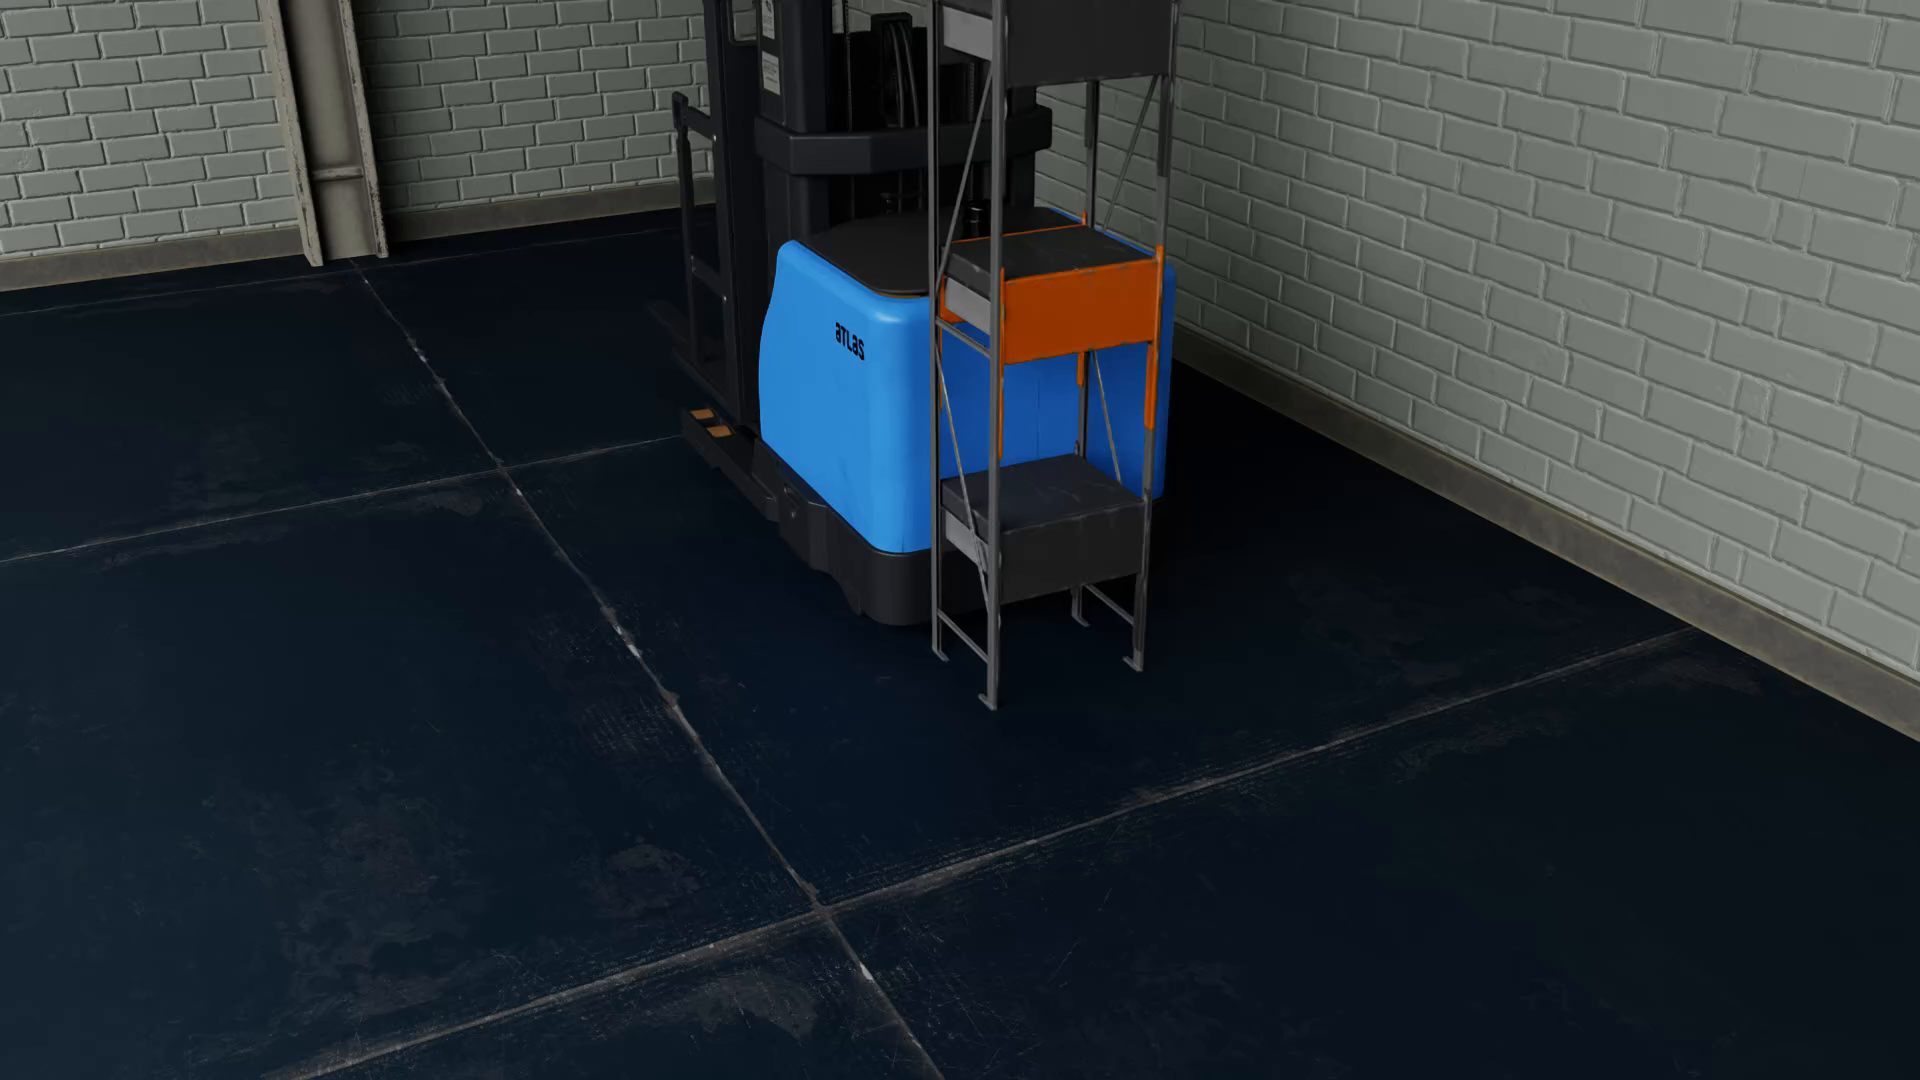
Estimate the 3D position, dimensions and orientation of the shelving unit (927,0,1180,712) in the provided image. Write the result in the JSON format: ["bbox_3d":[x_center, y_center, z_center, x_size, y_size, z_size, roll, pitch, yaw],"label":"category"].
[{"bbox_3d":[0.229,-0.583,4.539,0.503,2.100,0.431,-12,28,-24],"label":"shelving unit"}]

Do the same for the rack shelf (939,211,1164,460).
[{"bbox_3d":[0.229,-0.571,4.545,0.480,0.518,0.431,-12,28,-24],"label":"rack shelf"}]

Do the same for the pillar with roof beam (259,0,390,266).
[{"bbox_3d":[-1.276,-3.949,3.579,0.400,9.000,9.100,-13,29,-25],"label":"pillar with roof beam"}]

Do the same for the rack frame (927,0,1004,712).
[{"bbox_3d":[0.010,-0.536,4.441,0.015,2.100,0.400,-12,28,-24],"label":"rack frame"}]

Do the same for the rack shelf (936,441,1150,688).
[{"bbox_3d":[0.229,0.060,4.848,0.480,0.518,0.431,-12,28,-24],"label":"rack shelf"}]

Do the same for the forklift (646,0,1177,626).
[{"bbox_3d":[-0.432,-1.667,5.835,1.130,2.935,3.031,-12,28,-24],"label":"forklift"}]

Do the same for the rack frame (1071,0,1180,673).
[{"bbox_3d":[0.448,-0.630,4.637,0.015,2.100,0.400,-12,28,-24],"label":"rack frame"}]

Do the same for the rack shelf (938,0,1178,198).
[{"bbox_3d":[0.229,-1.202,4.242,0.480,0.518,0.431,-12,28,-24],"label":"rack shelf"}]
